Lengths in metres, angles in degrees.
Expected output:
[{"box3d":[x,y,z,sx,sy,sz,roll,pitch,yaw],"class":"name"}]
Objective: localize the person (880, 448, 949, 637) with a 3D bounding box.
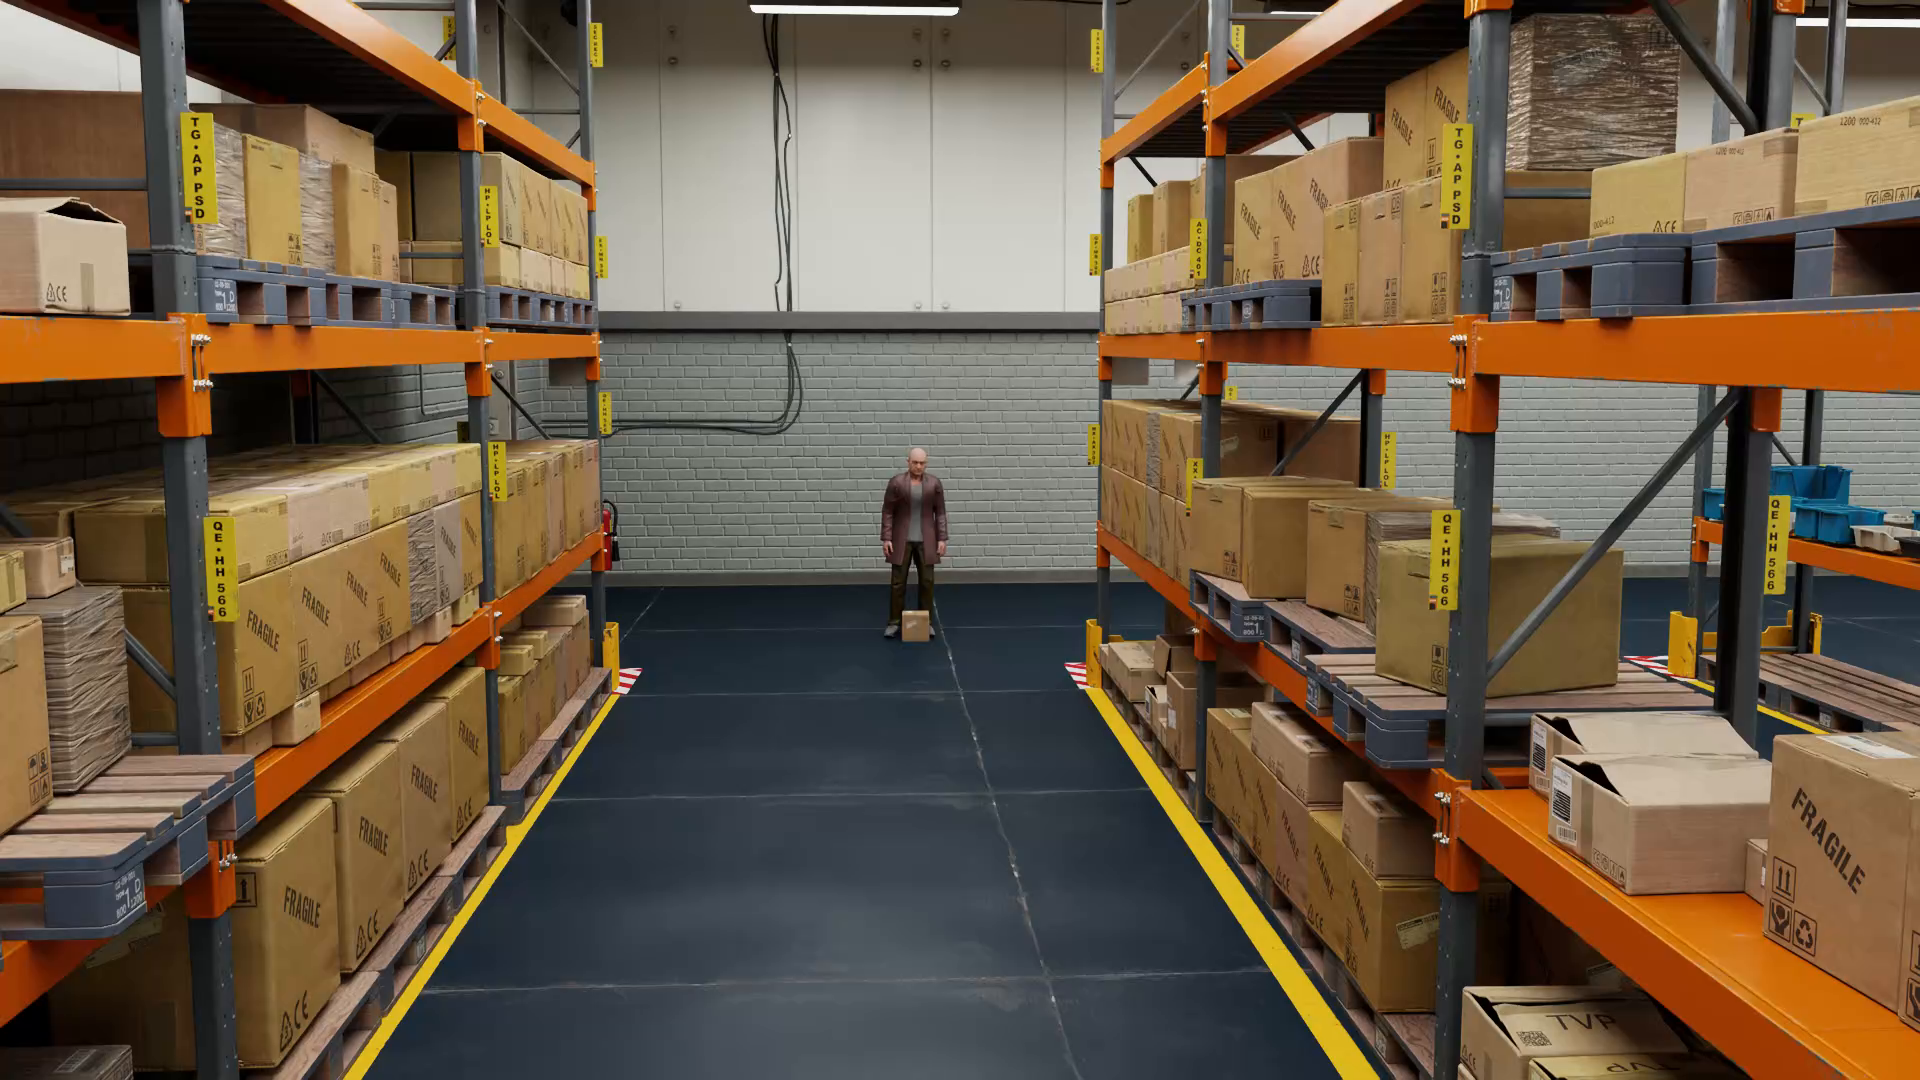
[{"box3d":[-0.427,0.018,15.656,0.648,1.772,0.429,-1,7,-7],"class":"person"}]
